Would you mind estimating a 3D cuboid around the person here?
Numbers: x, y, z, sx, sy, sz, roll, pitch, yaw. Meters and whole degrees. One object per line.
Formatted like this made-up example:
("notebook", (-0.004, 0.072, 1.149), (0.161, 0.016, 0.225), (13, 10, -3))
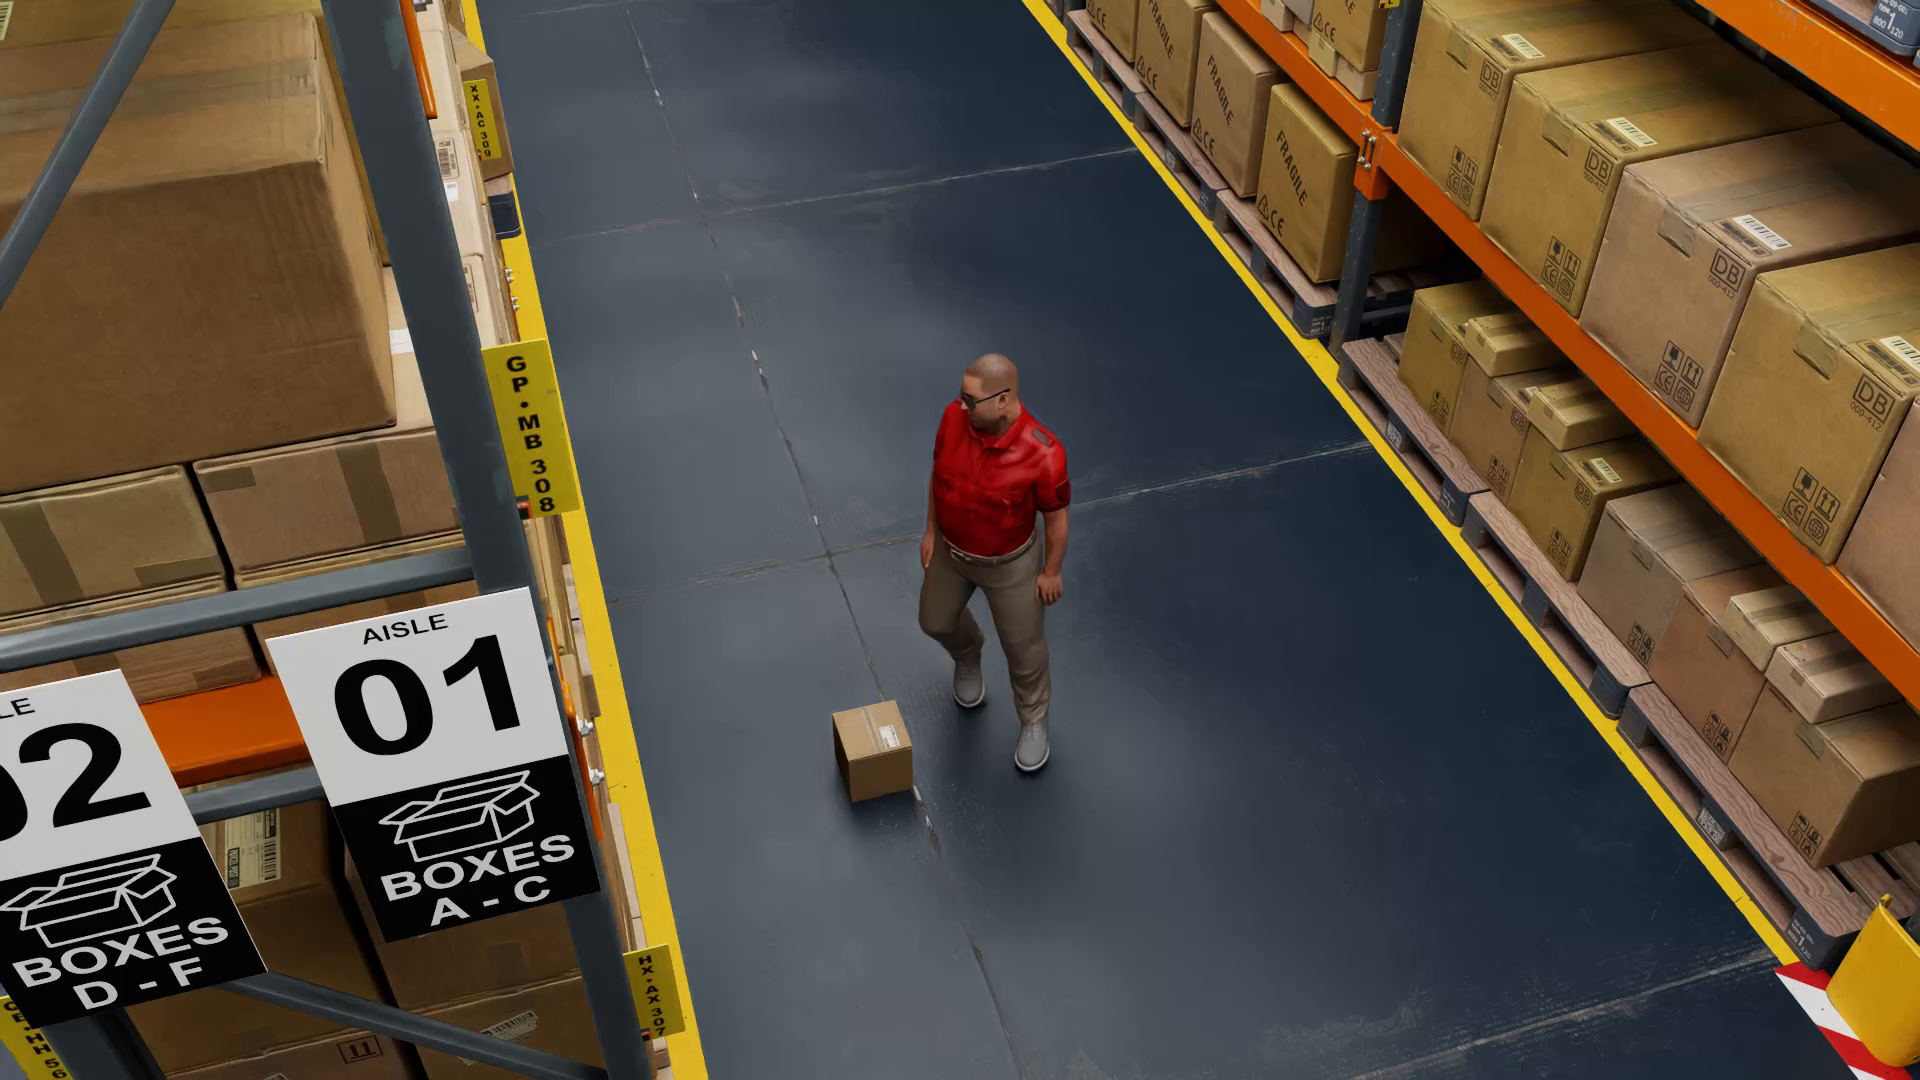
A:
("person", (0.152, 0.049, 6.087), (0.601, 1.731, 0.434), (23, 47, 24))
